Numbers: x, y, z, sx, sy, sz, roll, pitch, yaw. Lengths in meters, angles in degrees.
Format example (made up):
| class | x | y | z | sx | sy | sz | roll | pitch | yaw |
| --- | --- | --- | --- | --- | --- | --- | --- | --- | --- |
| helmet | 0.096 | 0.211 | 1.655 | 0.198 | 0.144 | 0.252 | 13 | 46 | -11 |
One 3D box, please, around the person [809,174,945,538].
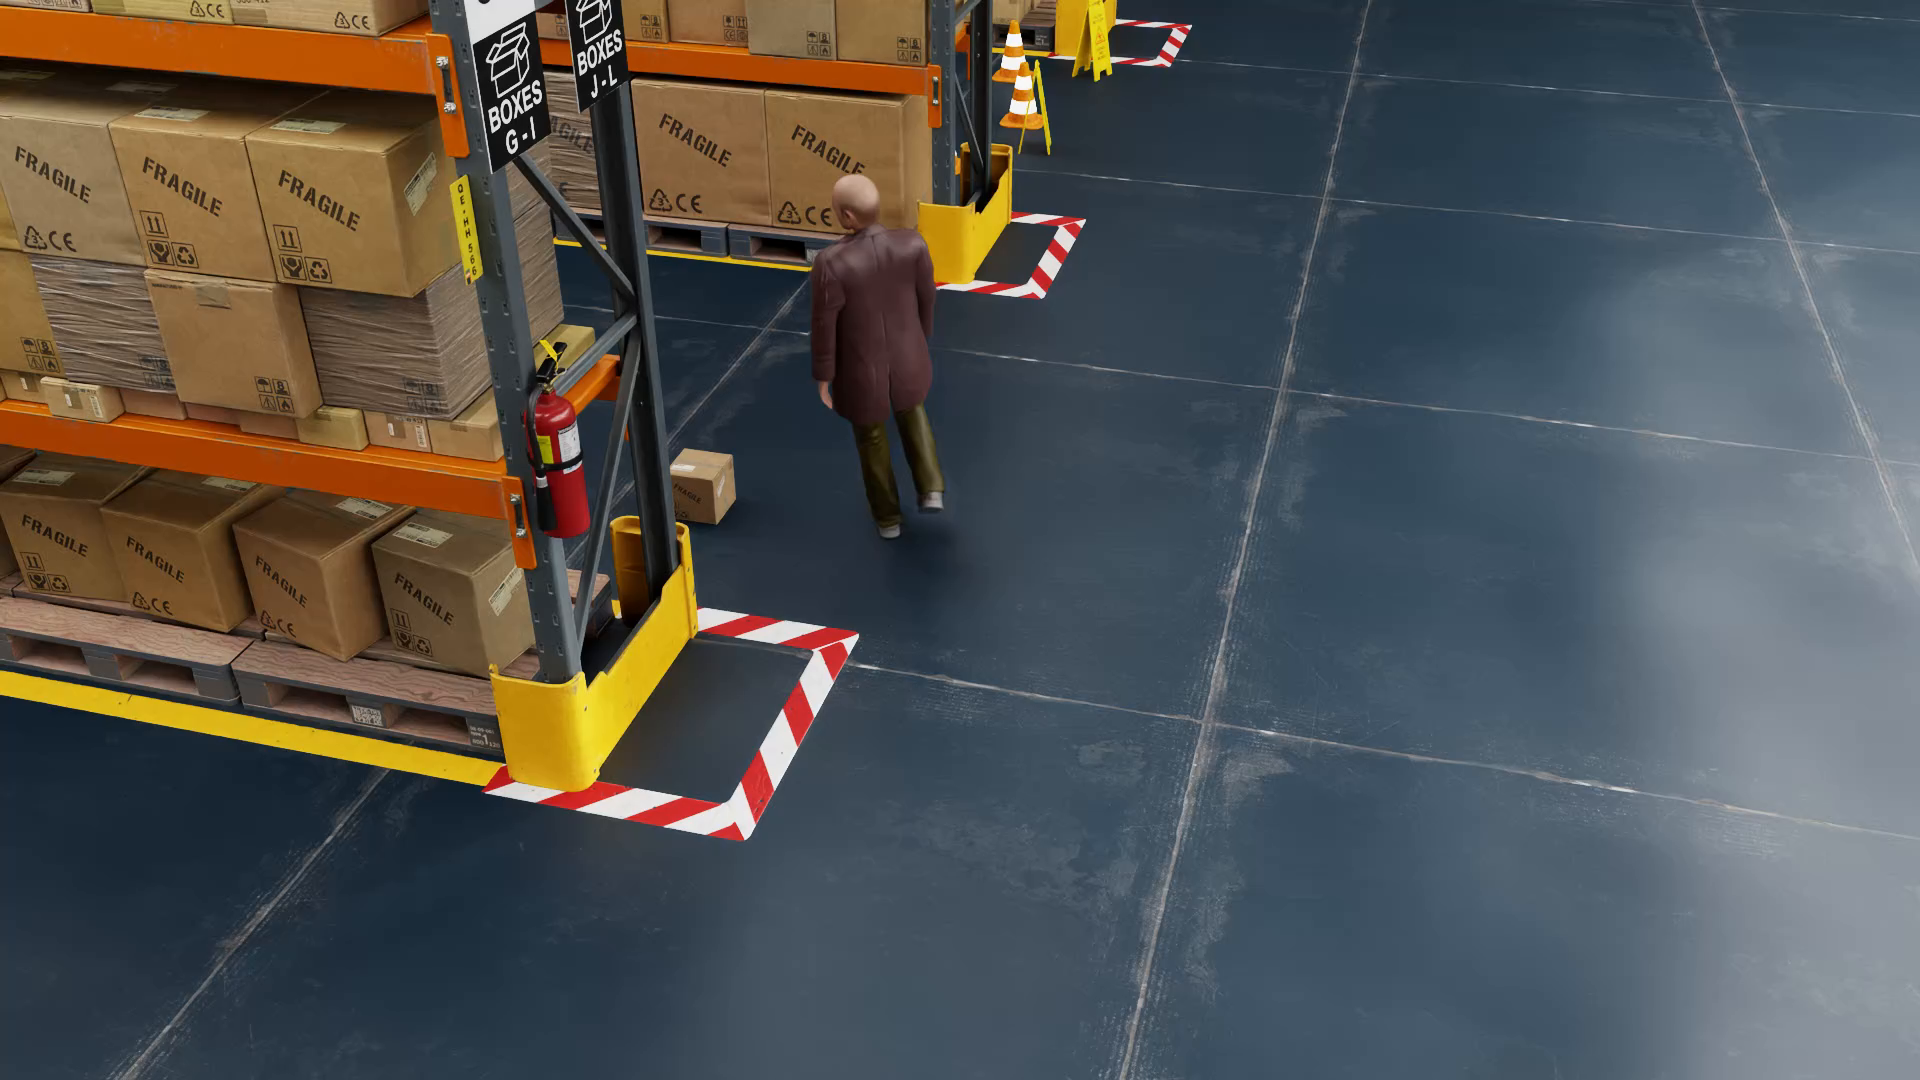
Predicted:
| class | x | y | z | sx | sy | sz | roll | pitch | yaw |
| --- | --- | --- | --- | --- | --- | --- | --- | --- | --- |
| person | -0.383 | -0.799 | 7.394 | 0.615 | 1.778 | 0.513 | -12 | 34 | -18 |
